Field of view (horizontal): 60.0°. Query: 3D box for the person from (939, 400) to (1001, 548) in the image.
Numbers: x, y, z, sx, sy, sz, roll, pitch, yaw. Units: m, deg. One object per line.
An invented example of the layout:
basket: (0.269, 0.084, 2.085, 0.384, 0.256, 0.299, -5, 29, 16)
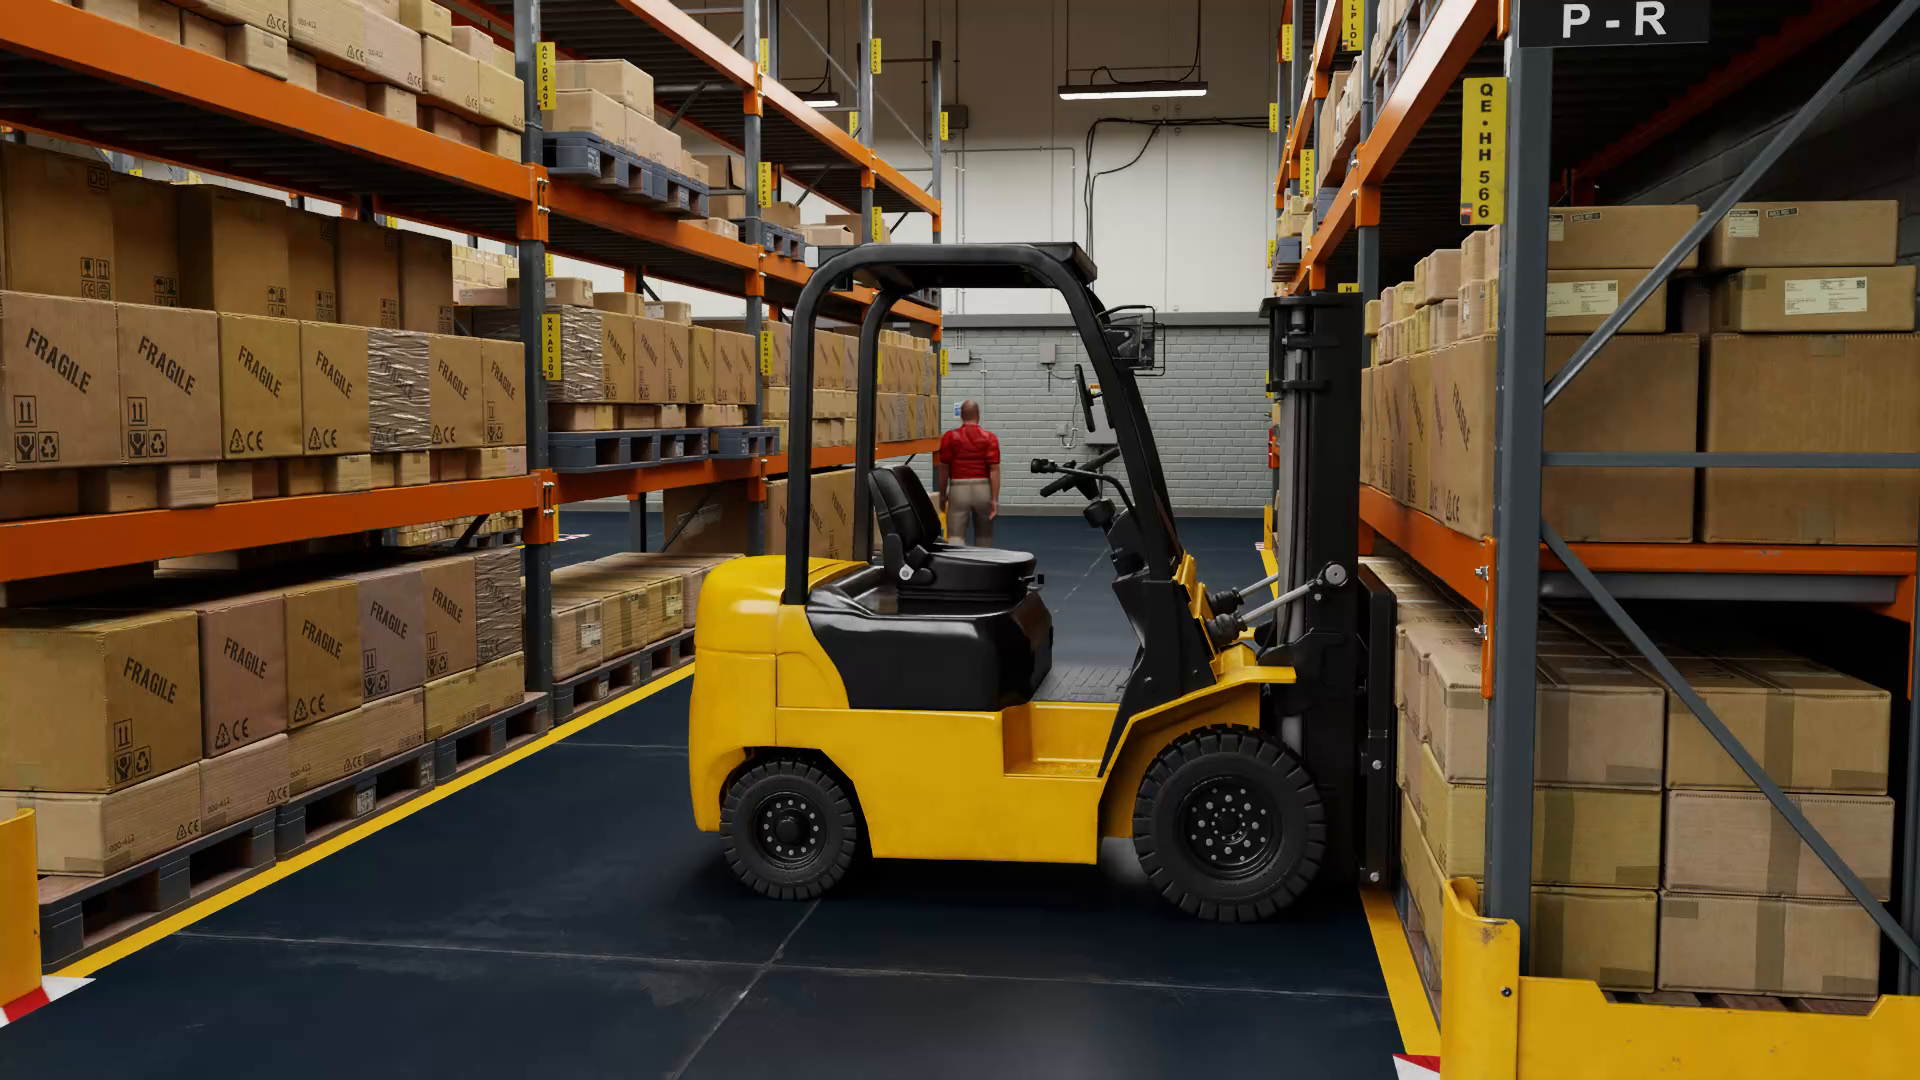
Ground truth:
person: (0.082, -0.373, 14.485, 0.538, 1.685, 0.881, 0, 4, 0)
